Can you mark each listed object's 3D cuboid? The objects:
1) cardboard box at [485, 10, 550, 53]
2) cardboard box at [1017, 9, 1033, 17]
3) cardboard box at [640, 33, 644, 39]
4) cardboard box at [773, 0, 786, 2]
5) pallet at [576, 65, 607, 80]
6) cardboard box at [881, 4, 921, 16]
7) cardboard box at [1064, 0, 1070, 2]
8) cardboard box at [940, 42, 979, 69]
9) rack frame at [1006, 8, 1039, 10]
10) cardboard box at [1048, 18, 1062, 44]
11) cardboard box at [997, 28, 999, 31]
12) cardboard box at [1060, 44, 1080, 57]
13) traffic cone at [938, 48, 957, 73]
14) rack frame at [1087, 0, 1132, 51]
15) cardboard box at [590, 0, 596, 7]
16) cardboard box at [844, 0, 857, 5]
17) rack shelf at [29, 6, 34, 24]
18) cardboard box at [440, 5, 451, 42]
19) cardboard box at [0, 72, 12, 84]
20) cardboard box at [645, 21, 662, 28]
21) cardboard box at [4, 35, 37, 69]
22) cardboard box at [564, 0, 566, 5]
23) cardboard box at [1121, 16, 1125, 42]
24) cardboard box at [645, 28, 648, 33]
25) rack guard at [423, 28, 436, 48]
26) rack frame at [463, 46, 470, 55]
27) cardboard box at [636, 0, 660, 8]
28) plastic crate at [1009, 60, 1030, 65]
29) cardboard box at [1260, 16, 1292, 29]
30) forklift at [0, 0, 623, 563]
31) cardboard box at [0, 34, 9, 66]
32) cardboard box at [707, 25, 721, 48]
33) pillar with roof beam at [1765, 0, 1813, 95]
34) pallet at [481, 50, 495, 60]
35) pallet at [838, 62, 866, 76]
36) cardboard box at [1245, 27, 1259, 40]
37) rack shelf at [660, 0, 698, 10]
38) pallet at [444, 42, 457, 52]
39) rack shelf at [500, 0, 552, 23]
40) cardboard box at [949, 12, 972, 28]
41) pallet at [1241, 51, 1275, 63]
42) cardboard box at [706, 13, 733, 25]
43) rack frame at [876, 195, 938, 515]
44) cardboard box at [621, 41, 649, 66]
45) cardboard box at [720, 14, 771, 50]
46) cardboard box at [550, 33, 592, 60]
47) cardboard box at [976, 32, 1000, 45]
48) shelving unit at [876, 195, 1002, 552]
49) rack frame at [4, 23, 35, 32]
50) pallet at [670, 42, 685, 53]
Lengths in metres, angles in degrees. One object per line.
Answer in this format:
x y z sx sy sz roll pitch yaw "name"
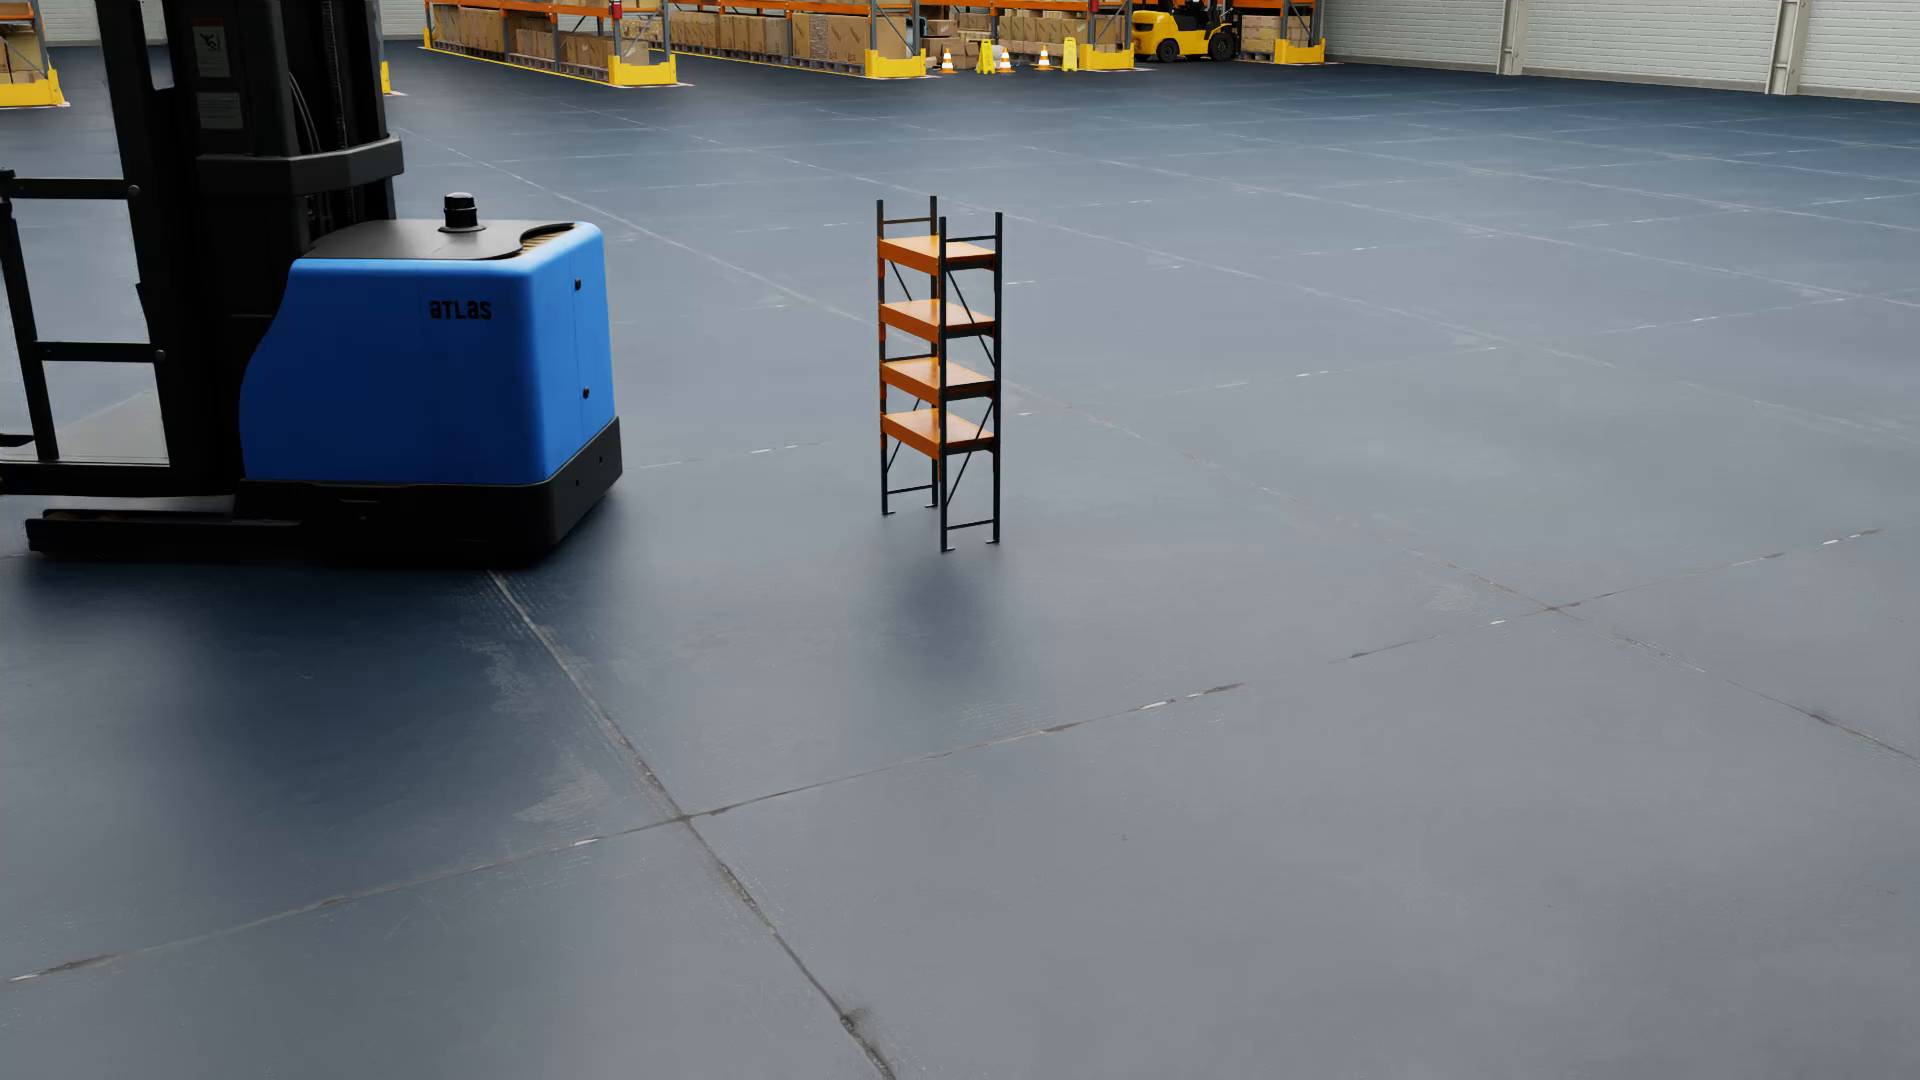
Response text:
-9.767 -11.292 36.871 1.225 0.875 0.875 -11 22 -29 "cardboard box"
1.458 -11.440 36.113 0.380 0.149 0.250 -9 21 -25 "cardboard box"
-8.130 -13.141 43.344 0.380 0.149 0.250 -10 21 -27 "cardboard box"
-3.628 -11.643 35.122 0.500 0.500 0.500 -10 21 -27 "cardboard box"
-6.625 -8.892 31.578 1.003 0.211 1.213 -10 21 -27 "pallet"
-1.411 -13.094 42.092 0.875 0.875 0.875 -10 21 -26 "cardboard box"
2.376 -11.223 34.443 0.380 0.149 0.250 -10 22 -28 "cardboard box"
0.001 -10.067 34.535 0.637 0.503 0.797 7 20 20 "cardboard box"
1.731 -15.350 46.017 1.000 3.000 0.127 -10 21 -27 "rack frame"
2.202 -10.727 35.043 0.500 0.500 0.500 -9 21 -25 "cardboard box"
1.208 -14.315 46.745 0.380 0.149 0.250 -11 22 -28 "cardboard box"
2.431 -10.231 34.754 0.500 0.250 0.500 -10 21 -27 "cardboard box"
-0.248 -9.513 32.990 0.336 0.463 0.334 -10 21 -27 "traffic cone"
3.063 -11.135 33.803 1.000 3.000 0.127 -10 21 -27 "rack frame"
-6.584 -9.888 30.572 0.380 0.149 0.250 -10 21 -27 "cardboard box"
-1.742 -10.664 32.208 0.875 0.550 0.550 -10 21 -27 "cardboard box"
-17.228 -9.449 30.020 1.077 0.370 4.000 -10 21 -27 "rack shelf"
-12.450 -12.955 41.690 0.875 0.875 0.875 -10 21 -27 "cardboard box"
-14.893 -7.074 25.604 0.500 0.250 0.500 -10 21 -27 "cardboard box"
-7.887 -13.266 42.792 0.380 0.149 0.250 -11 22 -29 "cardboard box"
-14.925 -7.793 26.540 0.500 0.500 0.500 -10 21 -27 "cardboard box"
-7.343 -10.310 31.796 0.380 0.149 0.250 -10 21 -27 "cardboard box"
4.552 -12.717 41.383 0.875 0.625 0.625 -11 22 -29 "cardboard box"
-7.936 -13.204 43.070 0.380 0.149 0.250 -11 22 -29 "cardboard box"
-13.268 -13.019 43.093 1.175 0.500 0.348 -10 21 -27 "rack guard"
-11.357 -13.045 39.337 1.000 3.000 0.127 -10 21 -27 "rack frame"
-5.584 -9.600 29.739 0.380 0.149 0.250 -10 21 -27 "cardboard box"
1.187 -10.326 35.932 0.583 0.080 0.402 16 25 39 "plastic crate"
6.936 -11.360 36.494 0.500 0.250 0.500 -9 21 -25 "cardboard box"
-2.899 -1.482 5.932 3.031 2.935 1.130 1 19 4 "forklift"
-15.619 -7.856 26.723 0.500 0.500 0.500 -10 21 -27 "cardboard box"
-5.587 -11.801 38.921 0.500 0.500 0.500 -10 21 -27 "cardboard box"
9.802 -10.969 24.124 9.100 9.000 0.400 -10 21 -27 "pillar with roof beam"
-10.341 -11.166 38.168 1.003 0.211 1.213 -10 21 -27 "pallet"
-1.694 -9.239 32.582 1.003 0.211 1.213 -10 21 -27 "pallet"
6.695 -11.277 37.019 0.500 0.250 0.500 -10 22 -27 "cardboard box"
-7.894 -14.018 43.261 1.077 0.370 4.000 -10 21 -27 "rack shelf"
-12.232 -12.308 41.476 1.003 0.211 1.213 -10 21 -27 "pallet"
-8.508 -10.983 34.463 1.077 0.370 4.000 -10 21 -27 "rack shelf"
0.039 -15.326 49.132 0.797 0.503 0.637 -11 22 -29 "cardboard box"
7.029 -10.800 37.106 1.003 0.211 1.213 -10 21 -27 "pallet"
-5.600 -12.163 38.820 0.500 0.250 0.500 -11 22 -28 "cardboard box"
-0.194 -0.685 6.276 0.240 1.200 0.015 -10 21 -27 "rack frame"
-5.940 -8.799 30.221 0.500 0.500 0.500 -6 20 -17 "cardboard box"
-4.834 -11.582 37.904 1.050 0.750 0.750 -10 22 -27 "cardboard box"
-7.831 -9.954 33.538 0.700 0.500 0.500 -12 22 -31 "cardboard box"
0.912 -11.390 37.926 0.950 0.372 0.625 -10 21 -26 "cardboard box"
-0.079 -0.615 6.073 0.258 1.200 0.503 -10 21 -27 "shelving unit"
-18.177 -10.363 31.566 1.000 3.000 0.127 -10 21 -27 "rack frame"
-6.573 -12.243 41.288 1.003 0.211 1.213 -10 21 -27 "pallet"
